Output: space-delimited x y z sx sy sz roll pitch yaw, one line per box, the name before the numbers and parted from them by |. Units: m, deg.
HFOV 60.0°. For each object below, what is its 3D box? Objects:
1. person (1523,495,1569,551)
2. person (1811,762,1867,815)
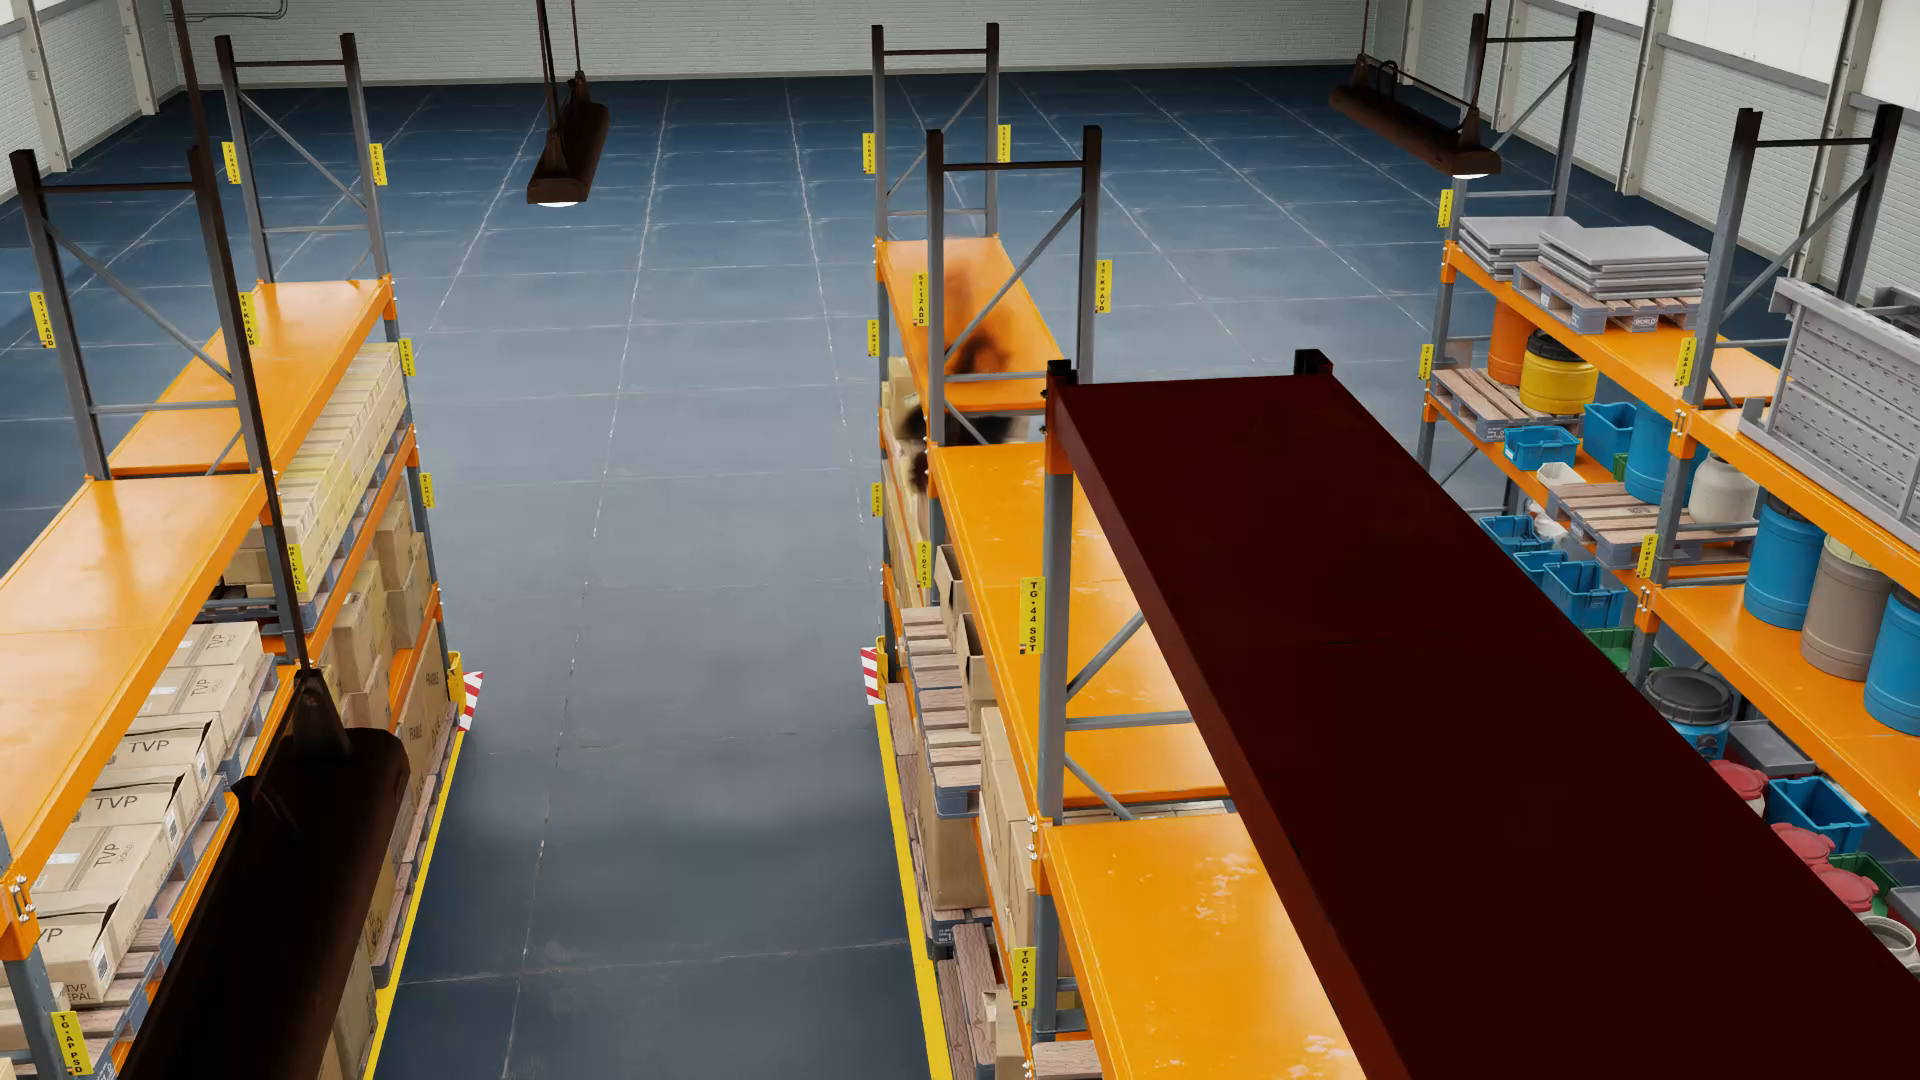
person | 5.963 -0.037 16.733 0.665 1.687 0.786 -17 30 -31
person | 6.568 1.957 12.337 0.662 1.841 0.776 -7 26 -14
